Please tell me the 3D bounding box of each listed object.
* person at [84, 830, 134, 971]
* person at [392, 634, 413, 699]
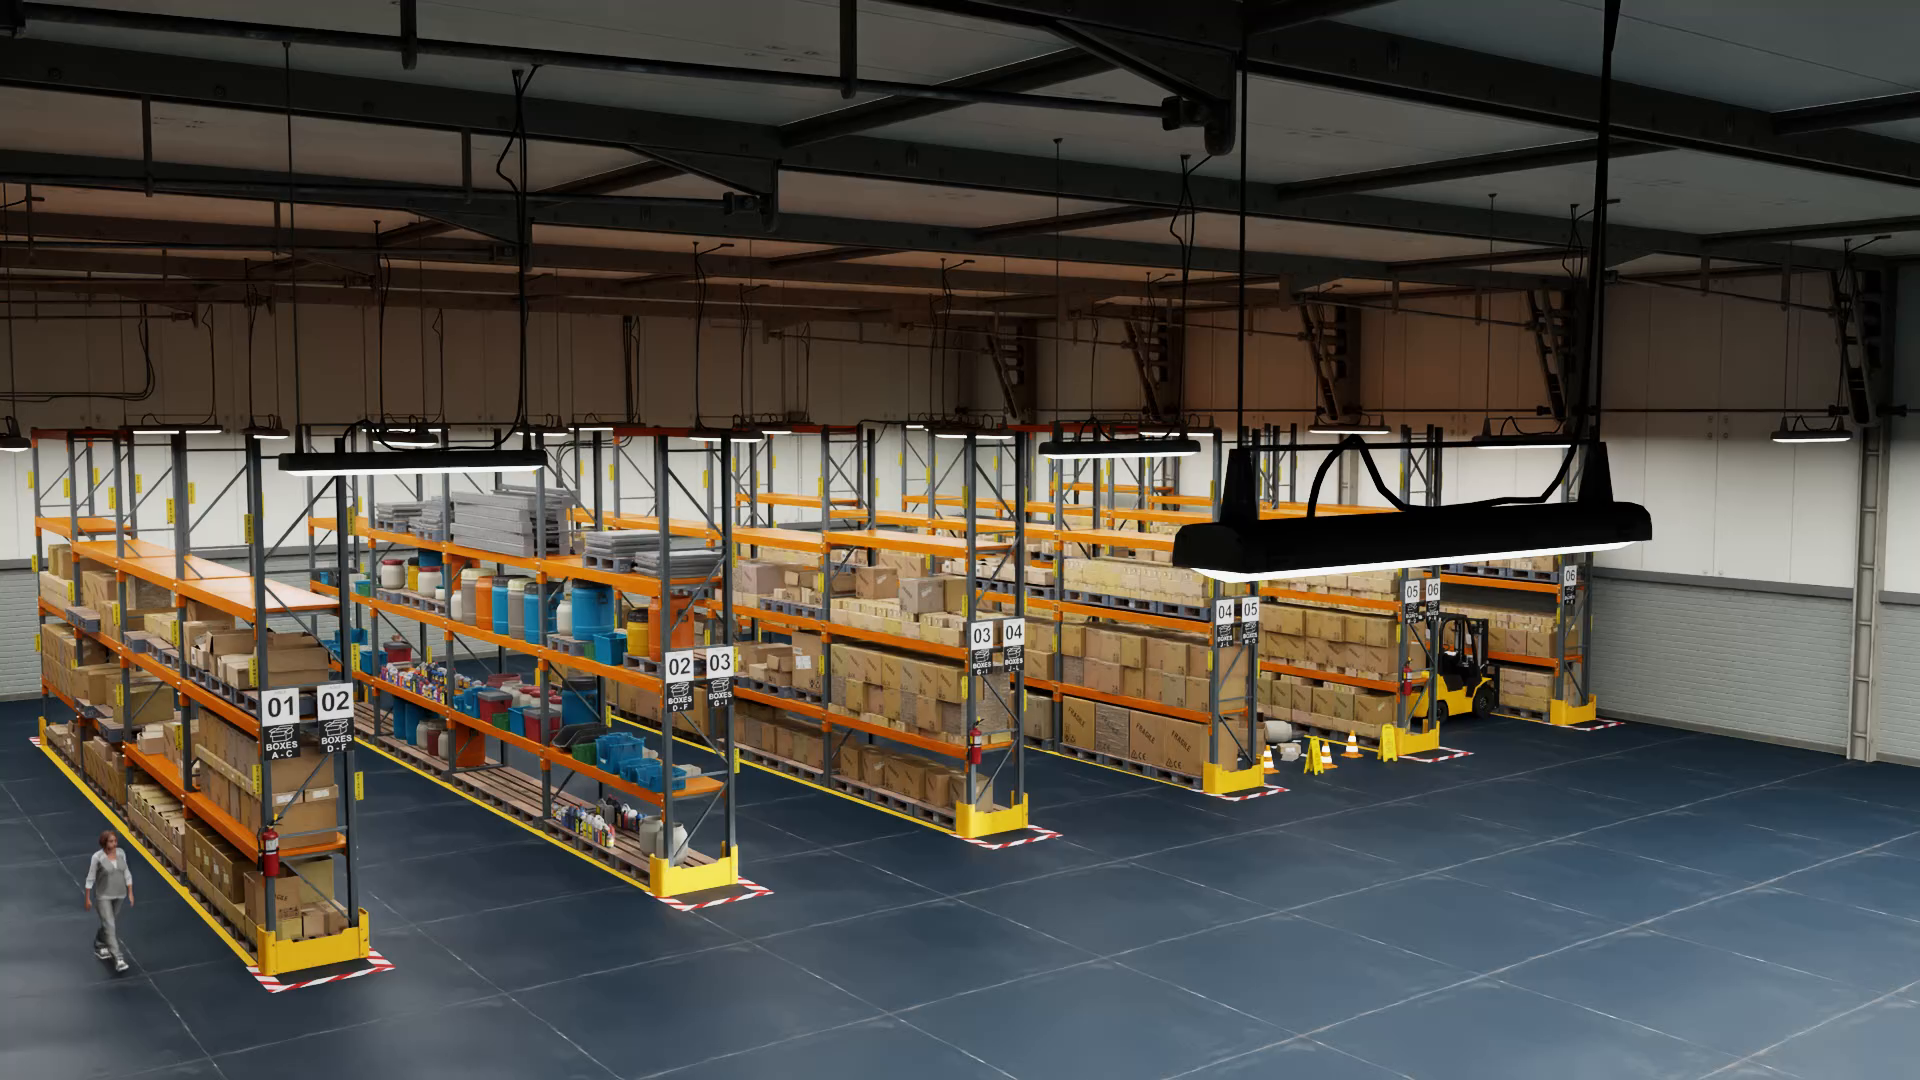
[{"bbox_3d":[-9.614,4.053,18.860,0.969,1.543,0.452,2,5,29],"label":"person"},{"bbox_3d":[-11.498,2.820,34.113,0.579,1.781,0.510,-1,5,-11],"label":"person"}]
